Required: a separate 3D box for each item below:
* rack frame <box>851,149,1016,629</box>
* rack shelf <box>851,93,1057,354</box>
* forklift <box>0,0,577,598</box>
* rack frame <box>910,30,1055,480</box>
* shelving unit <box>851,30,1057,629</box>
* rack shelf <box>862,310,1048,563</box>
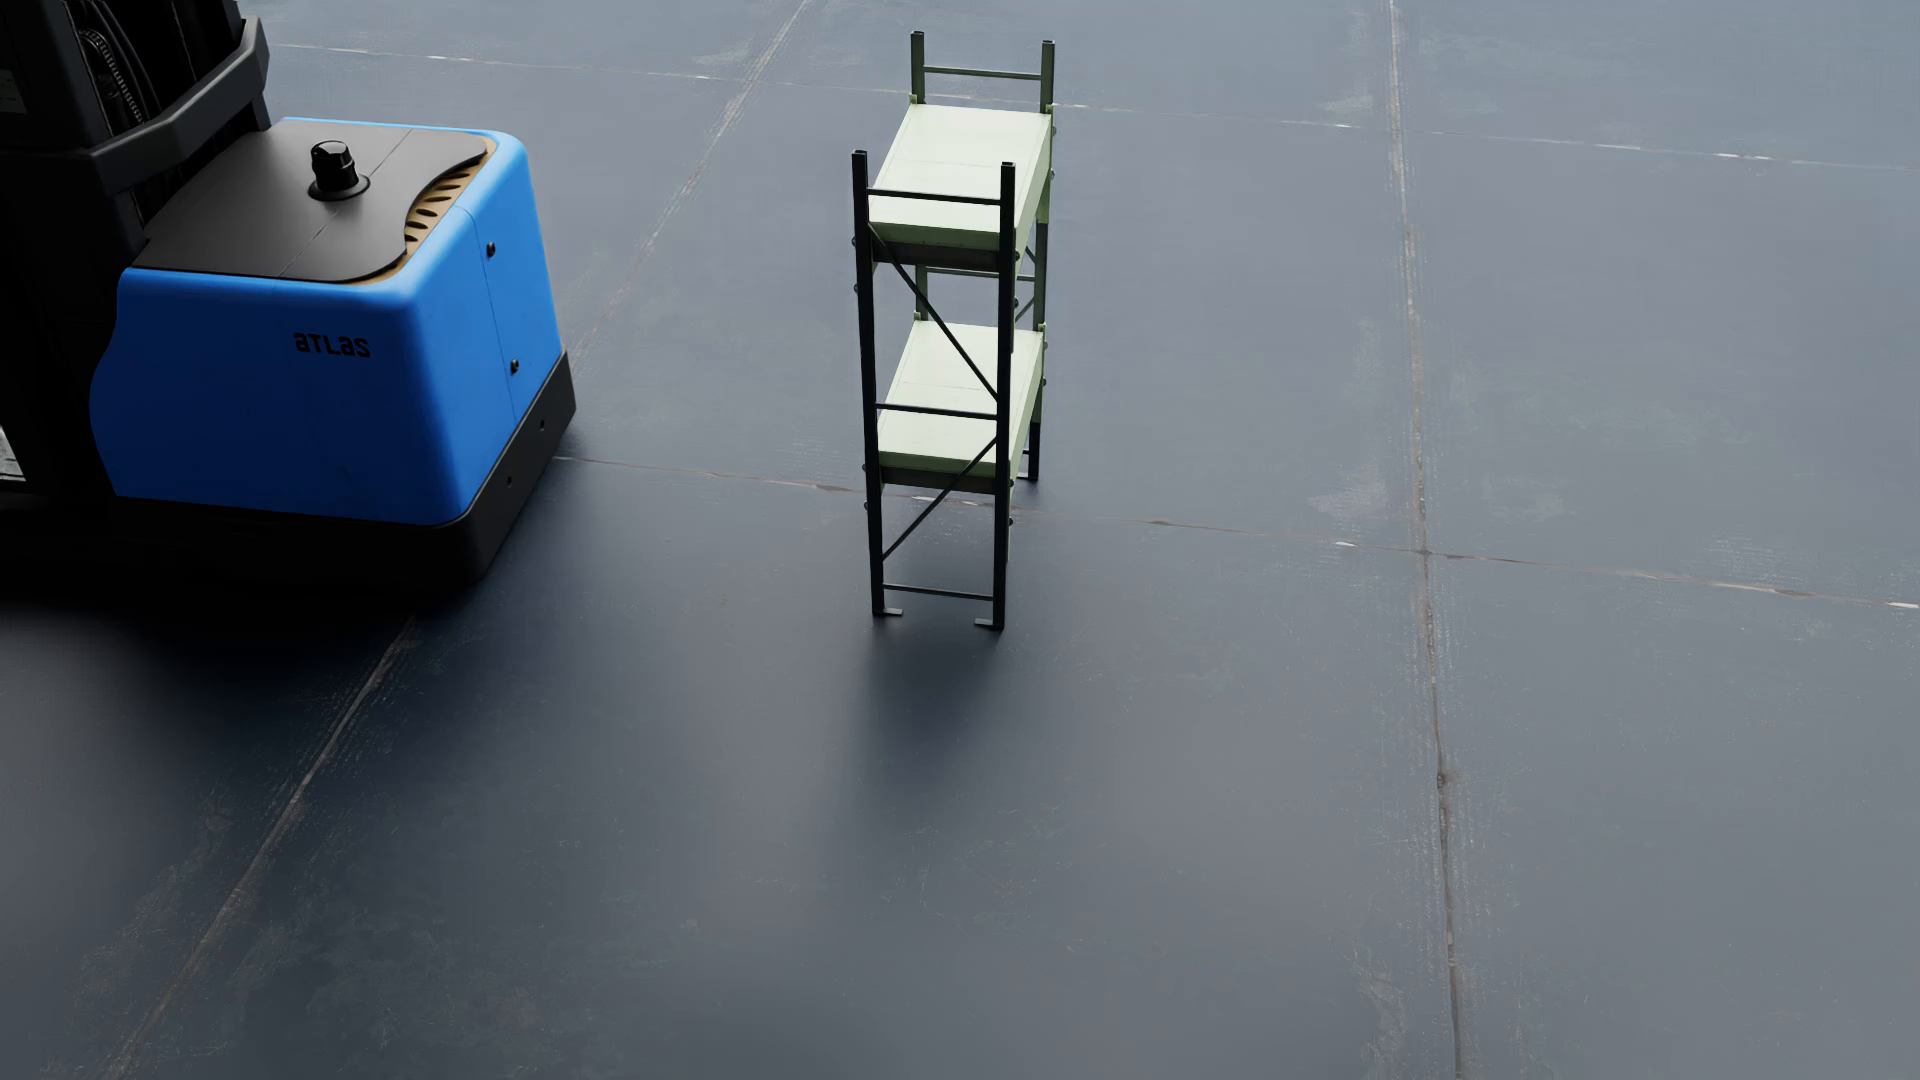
[{"bbox_3d":[-0.064,-0.344,4.489,0.400,1.500,0.023,6,40,8],"label":"rack frame"},{"bbox_3d":[-0.001,-0.875,4.518,0.431,0.370,0.720,6,40,8],"label":"rack shelf"},{"bbox_3d":[-2.870,-1.384,4.624,3.031,2.935,1.130,5,40,6],"label":"forklift"},{"bbox_3d":[0.062,-0.804,5.045,0.400,1.500,0.023,6,40,8],"label":"rack frame"},{"bbox_3d":[-0.001,-0.574,4.767,0.431,1.500,0.755,6,40,8],"label":"shelving unit"},{"bbox_3d":[-0.001,-0.323,4.975,0.431,0.370,0.720,6,40,8],"label":"rack shelf"}]
